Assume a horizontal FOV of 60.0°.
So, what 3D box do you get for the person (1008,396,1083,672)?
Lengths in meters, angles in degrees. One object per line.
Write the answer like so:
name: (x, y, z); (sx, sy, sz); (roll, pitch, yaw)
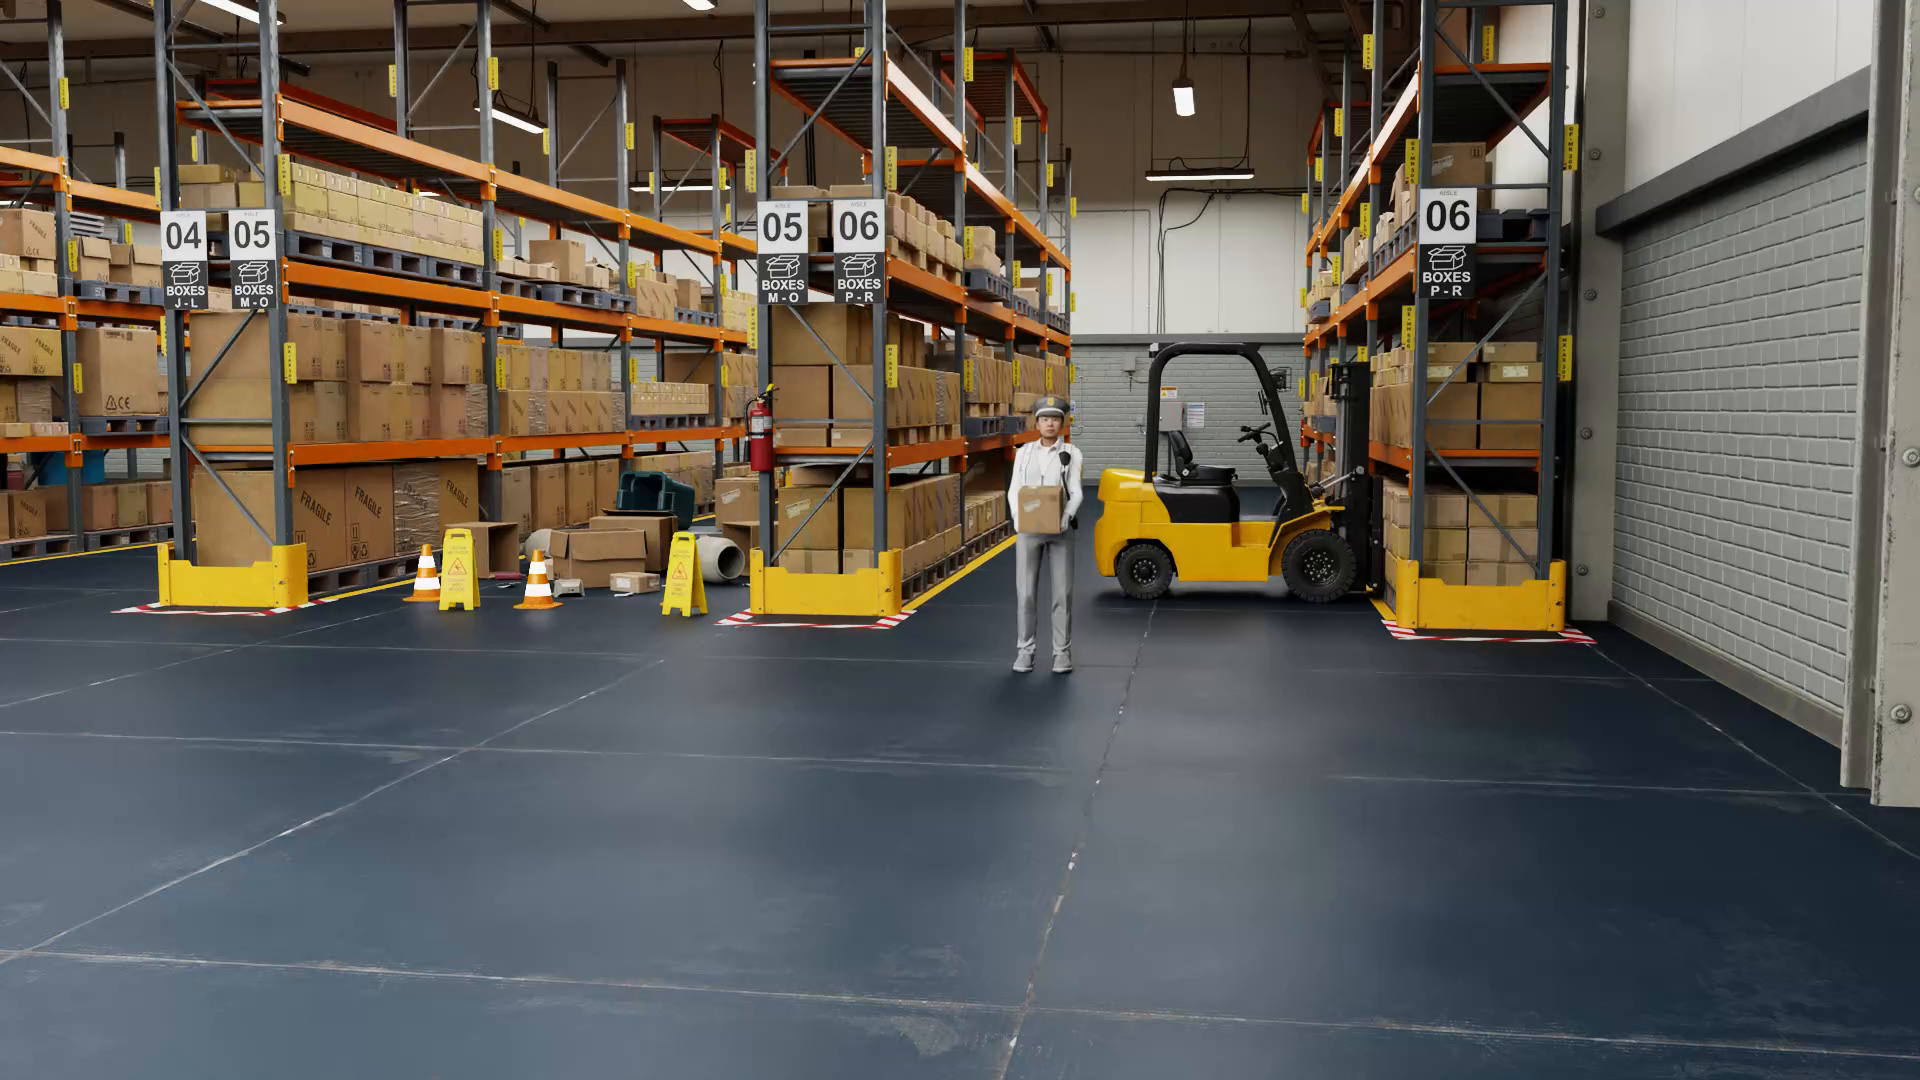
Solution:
person: (0.530, -0.041, 10.232); (0.463, 1.688, 0.459); (1, 5, 9)
